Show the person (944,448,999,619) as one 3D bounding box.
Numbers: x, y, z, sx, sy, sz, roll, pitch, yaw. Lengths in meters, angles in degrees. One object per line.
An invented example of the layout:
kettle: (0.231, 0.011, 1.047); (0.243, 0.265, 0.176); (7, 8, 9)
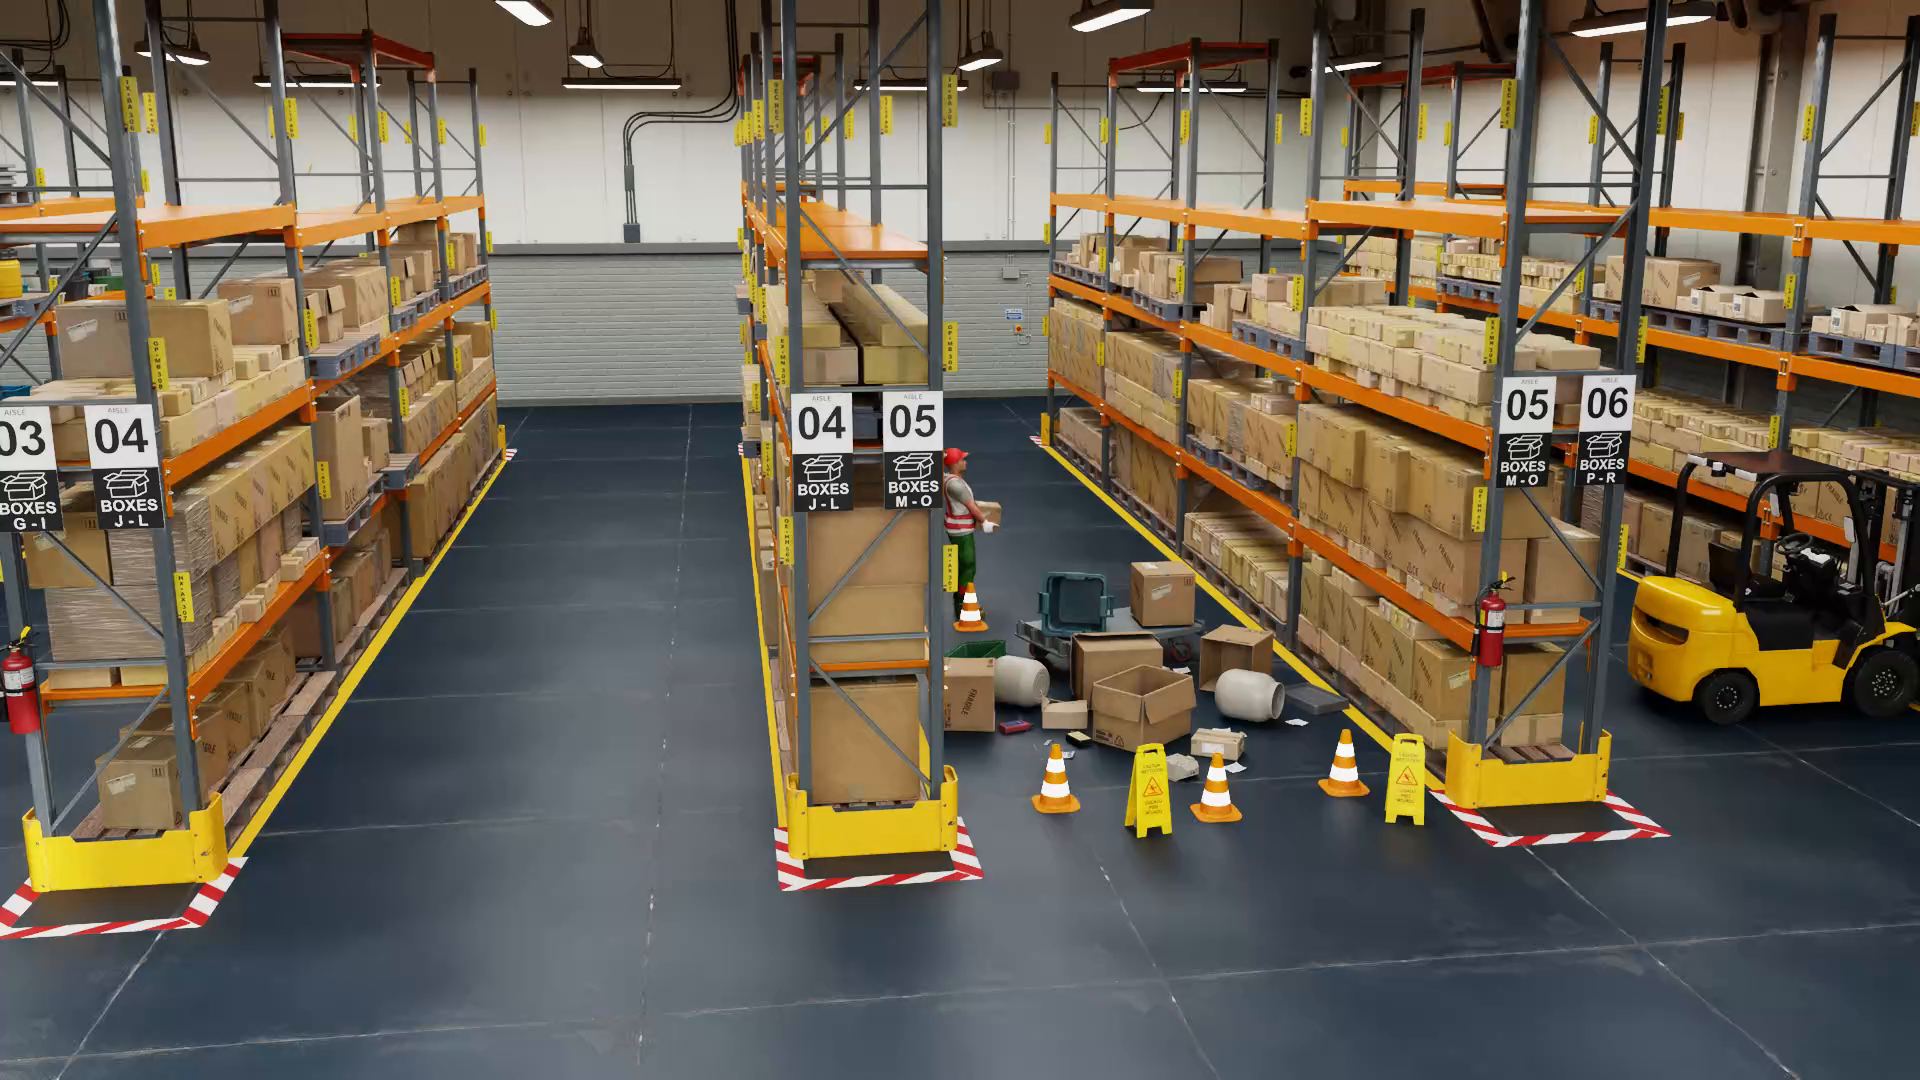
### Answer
person: (0.099, -0.083, 17.305); (0.573, 1.782, 0.494); (-2, 13, -8)
